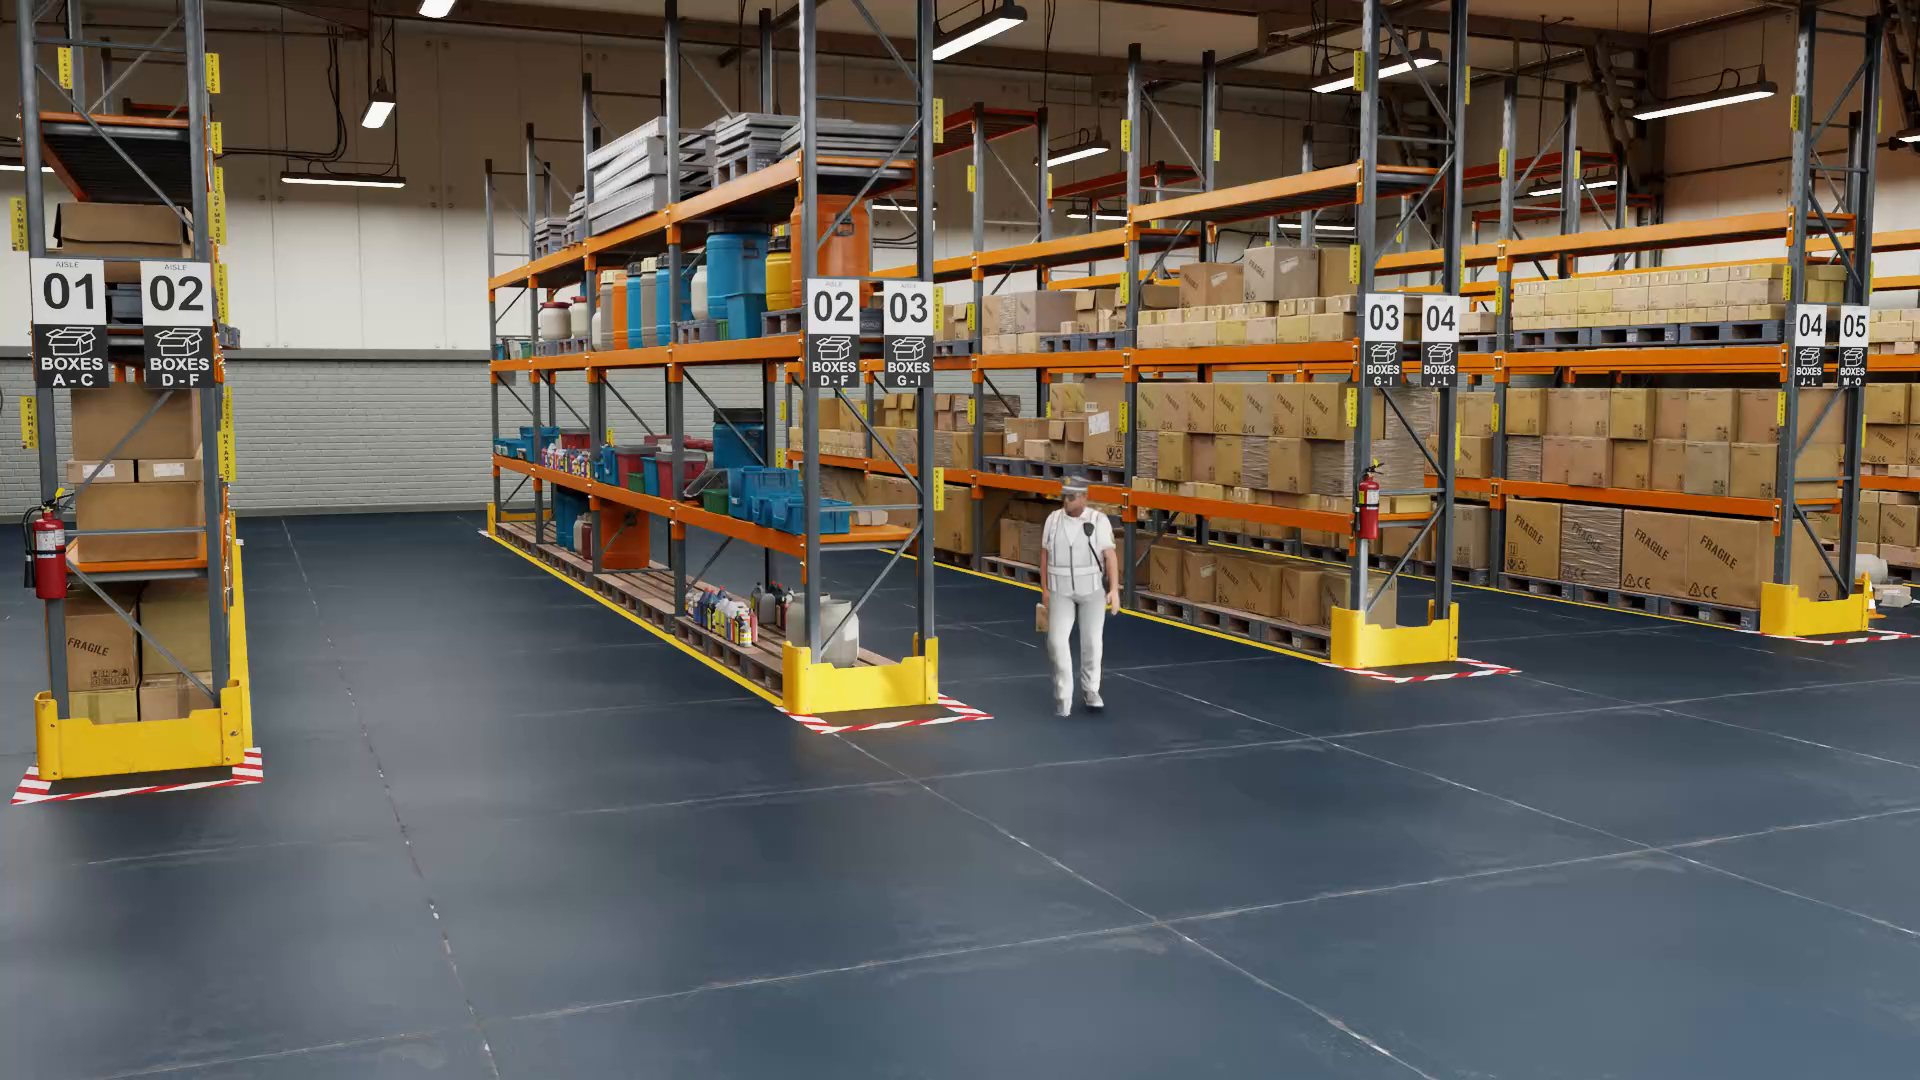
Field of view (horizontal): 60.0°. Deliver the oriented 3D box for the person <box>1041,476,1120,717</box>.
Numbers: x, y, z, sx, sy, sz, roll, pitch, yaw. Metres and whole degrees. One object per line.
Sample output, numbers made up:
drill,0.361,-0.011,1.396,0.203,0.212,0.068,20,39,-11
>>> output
person,0.894,0.446,12.350,0.620,1.846,0.559,1,5,10
